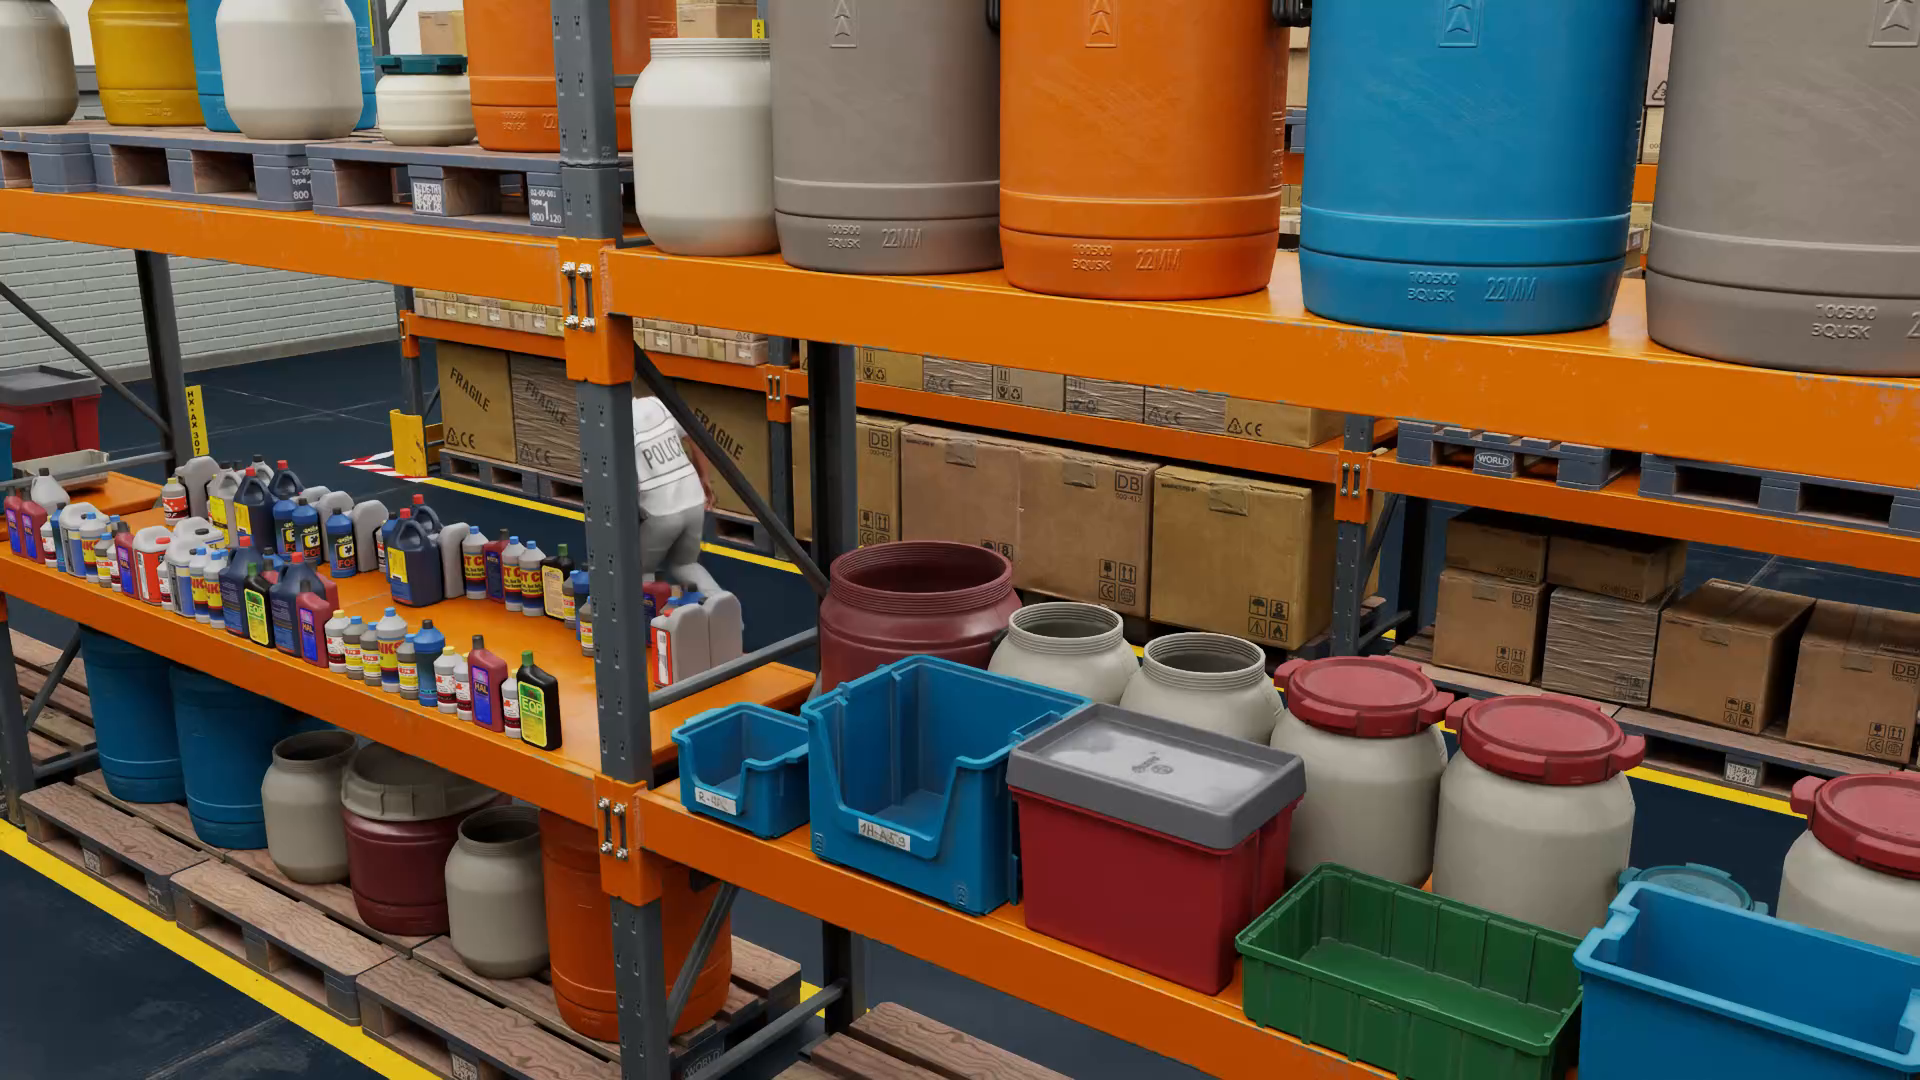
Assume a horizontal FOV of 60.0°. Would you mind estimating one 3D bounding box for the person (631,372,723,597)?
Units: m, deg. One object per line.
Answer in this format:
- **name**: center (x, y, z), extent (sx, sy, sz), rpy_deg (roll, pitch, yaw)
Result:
- **person**: center (-1.643, -0.158, 9.289), extent (0.791, 1.630, 0.712), rpy_deg (10, 19, 31)
